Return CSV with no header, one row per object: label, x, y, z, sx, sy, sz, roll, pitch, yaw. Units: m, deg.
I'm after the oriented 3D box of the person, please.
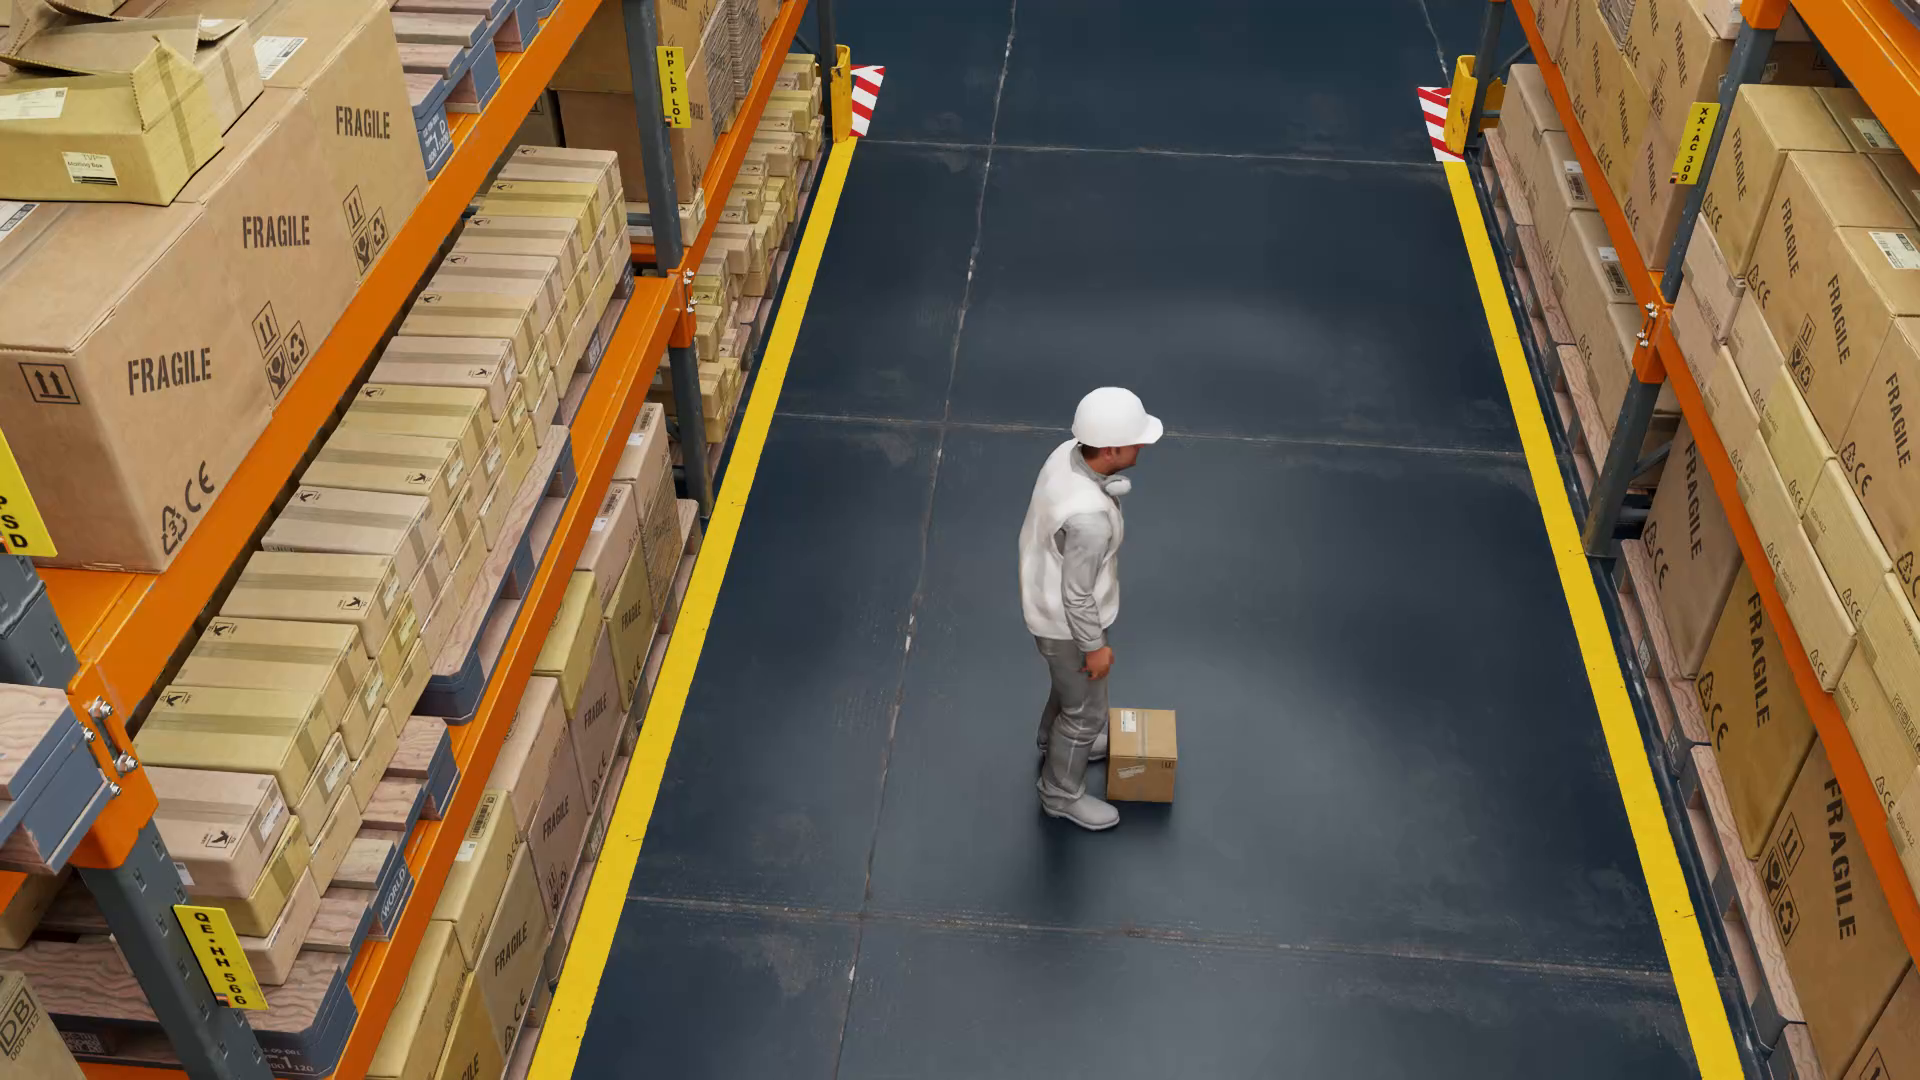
person,0.431,0.221,5.871,0.457,1.770,0.591,1,40,2
